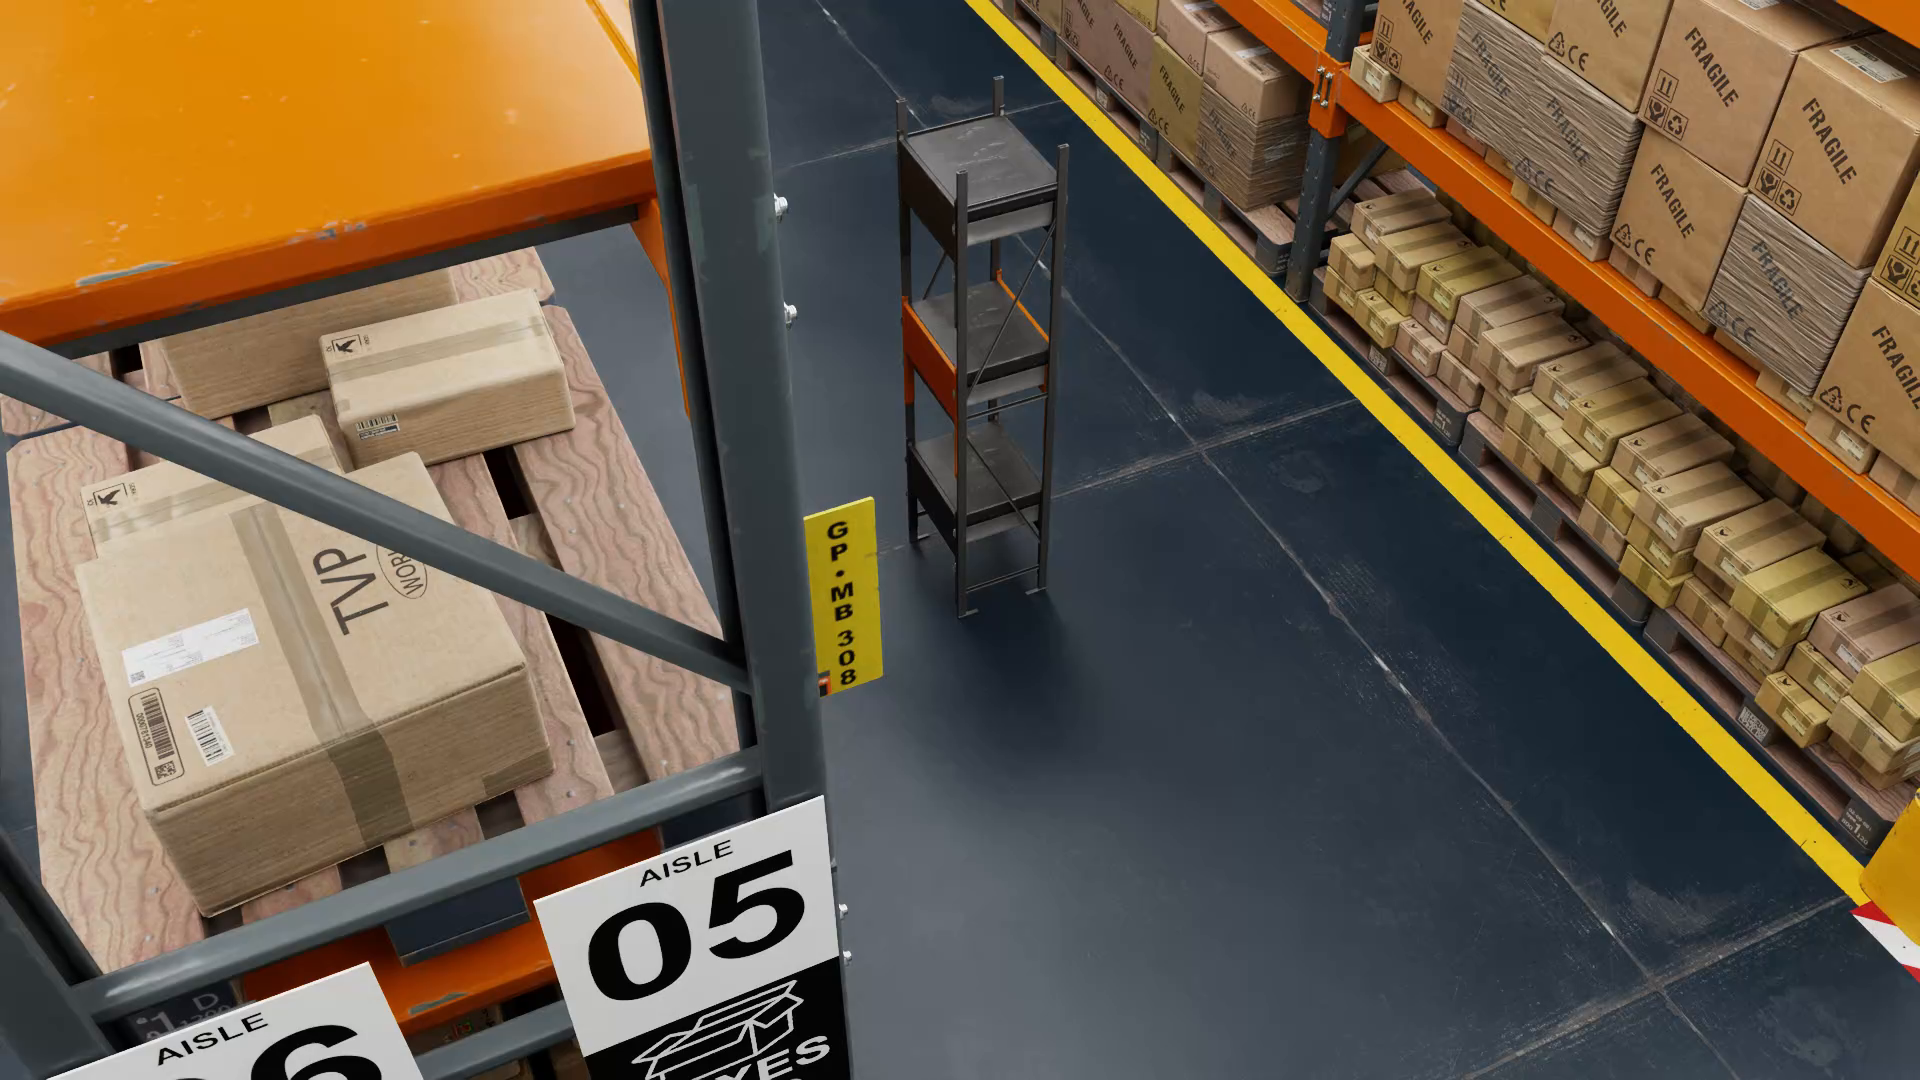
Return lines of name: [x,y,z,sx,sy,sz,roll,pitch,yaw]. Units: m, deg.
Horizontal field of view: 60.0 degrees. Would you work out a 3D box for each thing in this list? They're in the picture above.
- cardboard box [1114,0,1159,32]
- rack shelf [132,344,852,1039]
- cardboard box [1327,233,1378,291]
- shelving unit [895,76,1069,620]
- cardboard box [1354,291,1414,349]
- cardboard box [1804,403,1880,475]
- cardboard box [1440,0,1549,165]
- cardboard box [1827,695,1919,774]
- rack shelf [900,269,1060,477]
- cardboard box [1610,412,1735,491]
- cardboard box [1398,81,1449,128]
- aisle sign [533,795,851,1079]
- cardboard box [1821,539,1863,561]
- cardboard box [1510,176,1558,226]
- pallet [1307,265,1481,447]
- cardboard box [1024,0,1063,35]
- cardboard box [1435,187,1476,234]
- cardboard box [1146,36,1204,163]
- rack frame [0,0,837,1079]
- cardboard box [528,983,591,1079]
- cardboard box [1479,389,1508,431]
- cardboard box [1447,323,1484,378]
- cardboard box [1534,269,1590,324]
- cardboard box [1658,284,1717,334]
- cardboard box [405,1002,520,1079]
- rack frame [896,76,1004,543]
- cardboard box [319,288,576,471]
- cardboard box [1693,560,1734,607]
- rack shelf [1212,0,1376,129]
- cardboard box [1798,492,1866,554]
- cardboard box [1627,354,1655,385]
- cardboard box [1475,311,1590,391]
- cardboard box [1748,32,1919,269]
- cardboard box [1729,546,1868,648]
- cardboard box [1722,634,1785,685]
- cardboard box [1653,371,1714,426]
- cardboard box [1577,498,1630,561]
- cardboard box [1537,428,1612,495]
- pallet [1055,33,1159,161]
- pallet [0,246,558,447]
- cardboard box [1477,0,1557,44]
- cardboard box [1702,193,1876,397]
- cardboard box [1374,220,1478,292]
cardboard box: [1.130,-3.020,8.990,0.500,0.250,0.500,-20,48,-19]
rack shelf: [-1.496,-0.440,3.805,1.077,0.370,4.000,-18,47,-17]
cardboard box: [1.974,-1.344,7.864,0.380,0.149,0.250,-16,47,-16]
shelving unit: [0.070,-0.642,6.274,0.431,2.100,0.503,-18,47,-17]
cardboard box: [2.085,-1.067,7.795,0.380,0.149,0.250,-17,47,-16]
cardboard box: [3.082,-0.395,5.563,0.380,0.149,0.250,-17,47,-16]
cardboard box: [2.306,-1.867,6.592,0.500,0.500,0.500,-18,47,-17]
cardboard box: [3.313,0.628,5.866,0.380,0.149,0.250,-19,48,-18]
rack shelf: [0.070,-0.632,6.284,0.431,0.518,0.480,-18,47,-17]
cardboard box: [2.839,-0.333,6.627,0.380,0.149,0.250,-20,48,-19]
cardboard box: [2.110,-1.920,7.108,0.380,0.149,0.250,-17,47,-16]
aisle sign: [-0.361,0.681,2.442,0.394,0.787,0.004,-18,47,-17]
cardboard box: [3.550,-0.047,6.549,0.380,0.149,0.250,-17,47,-16]
cardboard box: [2.426,-1.410,6.591,0.380,0.149,0.250,-17,47,-17]
pallet: [2.426,-1.019,8.001,1.003,0.211,1.213,-18,47,-17]
cardboard box: [0.711,-3.392,9.902,0.500,0.500,0.500,-17,47,-17]
cardboard box: [2.498,-1.625,7.938,0.380,0.149,0.250,-17,47,-16]
cardboard box: [1.357,-2.413,8.909,0.500,0.500,0.500,-19,48,-18]
rack frame: [-0.655,-0.489,1.208,1.000,3.000,0.127,-18,47,-17]
cardboard box: [-0.598,0.865,3.324,0.500,0.500,0.500,-19,48,-18]
cardboard box: [2.534,-0.616,7.338,0.380,0.149,0.250,-20,48,-19]
cardboard box: [2.408,-0.892,7.406,0.380,0.149,0.250,-20,48,-19]
cardboard box: [2.791,-1.129,7.435,0.380,0.149,0.250,-17,47,-16]
cardboard box: [2.812,-0.926,6.100,0.380,0.149,0.250,-17,47,-17]
cardboard box: [-0.987,0.854,2.872,0.380,0.149,0.250,-17,47,-17]
rack frame: [-0.033,-0.797,6.432,0.400,2.100,0.015,-18,47,-17]
cardboard box: [-0.904,-0.278,2.938,0.380,0.149,0.250,-16,47,-16]
cardboard box: [3.073,0.095,6.406,0.380,0.149,0.250,-19,48,-18]
rack shelf: [1.271,-3.447,8.989,1.077,0.370,4.000,-18,47,-17]
cardboard box: [3.488,-0.133,6.425,0.380,0.149,0.250,-20,48,-19]
cardboard box: [3.022,-0.706,7.218,0.380,0.149,0.250,-20,48,-19]
cardboard box: [2.445,-0.809,7.110,0.380,0.149,0.250,-17,47,-17]
cardboard box: [2.936,-1.247,5.252,0.500,0.500,0.500,-16,47,-15]
cardboard box: [3.064,0.207,6.081,0.380,0.149,0.250,-19,48,-18]
cardboard box: [3.150,0.384,6.325,0.380,0.149,0.250,-18,47,-18]
cardboard box: [3.118,-0.625,6.924,0.380,0.149,0.250,-18,47,-17]
cardboard box: [2.774,-0.094,6.809,0.380,0.149,0.250,-17,47,-17]
cardboard box: [2.632,-0.365,6.873,0.380,0.149,0.250,-18,47,-17]
pallet: [1.266,-2.711,9.716,1.003,0.211,1.213,-18,47,-17]
pallet: [-1.493,-0.638,3.557,1.003,0.211,1.213,-18,47,-17]
cardboard box: [2.312,-2.241,6.259,0.500,0.500,0.500,-19,48,-19]
cardboard box: [2.938,-0.882,5.594,0.500,0.500,0.500,-18,47,-17]
cardboard box: [2.131,-1.302,7.610,0.380,0.149,0.250,-16,47,-15]
